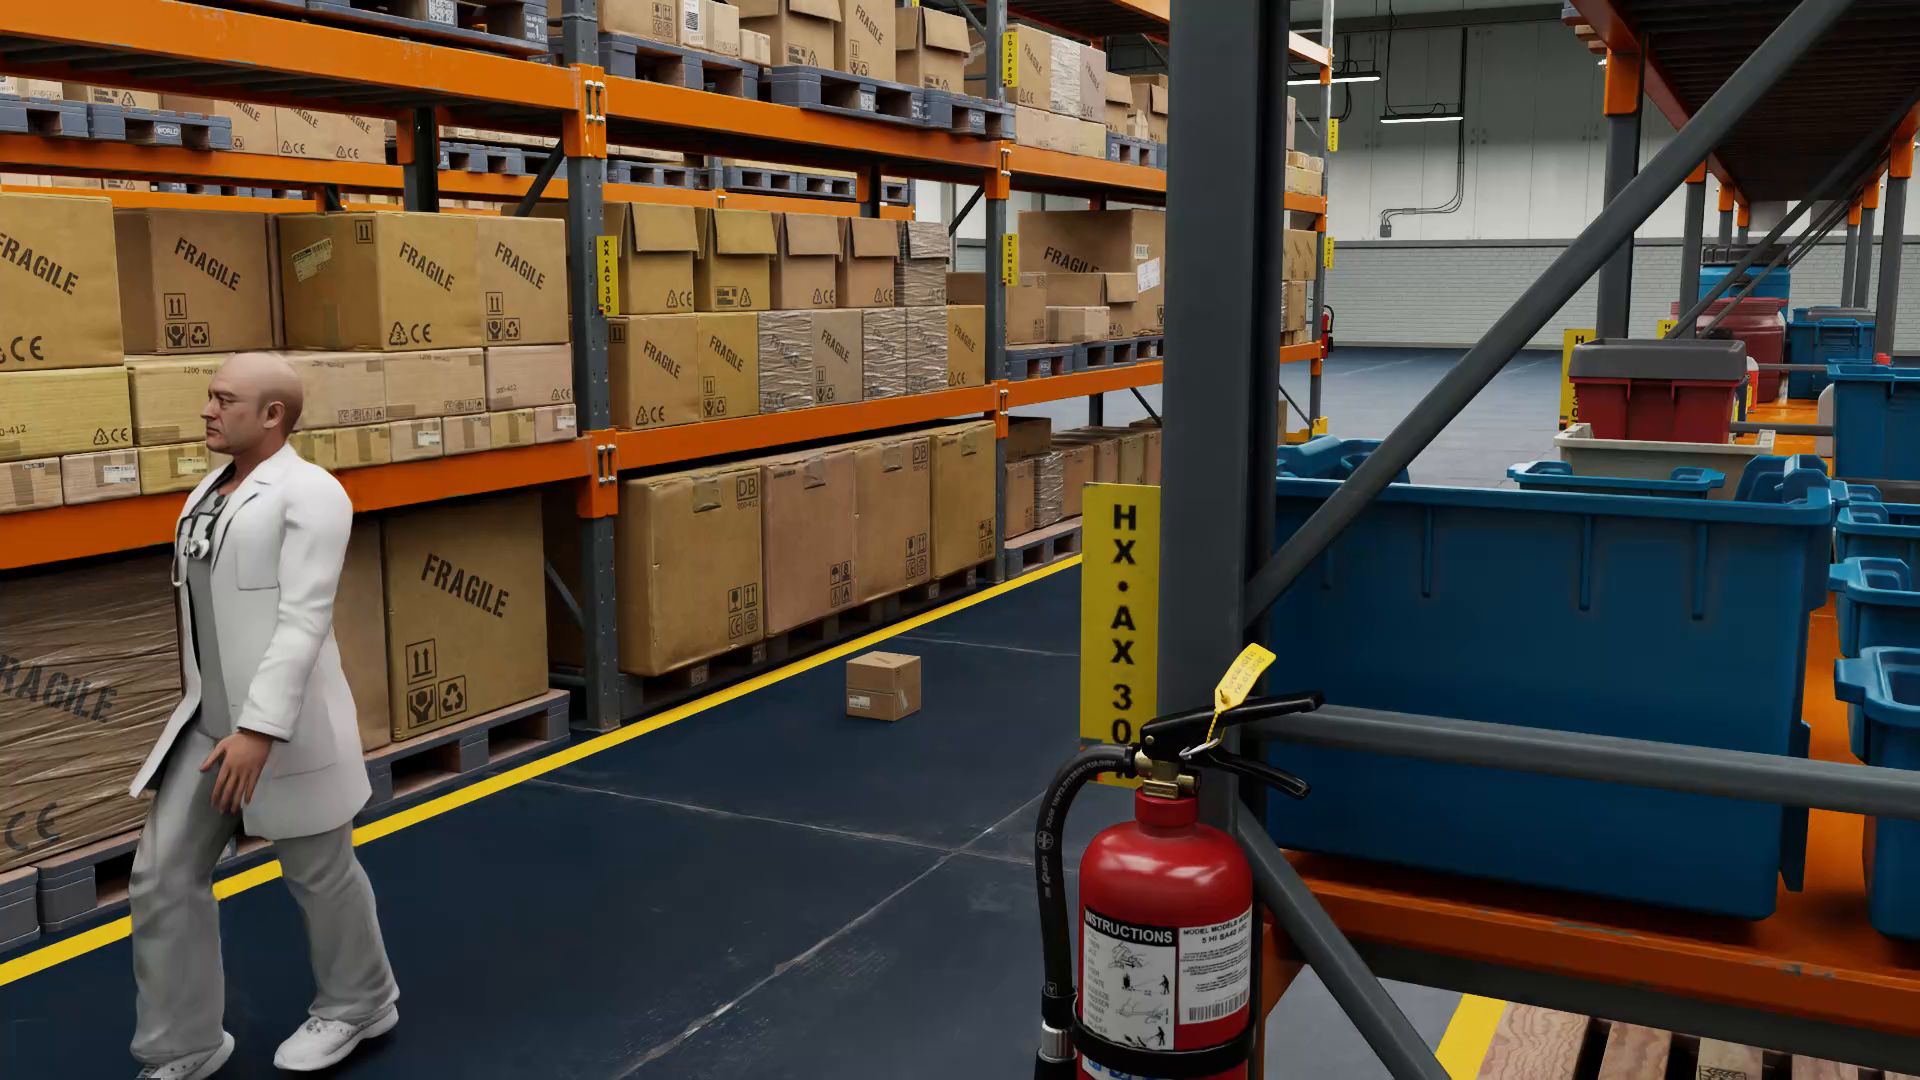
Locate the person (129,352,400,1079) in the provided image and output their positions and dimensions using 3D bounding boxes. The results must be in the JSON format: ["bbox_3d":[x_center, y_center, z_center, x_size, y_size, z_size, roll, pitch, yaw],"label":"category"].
[{"bbox_3d":[-1.699,0.491,3.923,0.565,1.849,0.678,5,10,30],"label":"person"}]
